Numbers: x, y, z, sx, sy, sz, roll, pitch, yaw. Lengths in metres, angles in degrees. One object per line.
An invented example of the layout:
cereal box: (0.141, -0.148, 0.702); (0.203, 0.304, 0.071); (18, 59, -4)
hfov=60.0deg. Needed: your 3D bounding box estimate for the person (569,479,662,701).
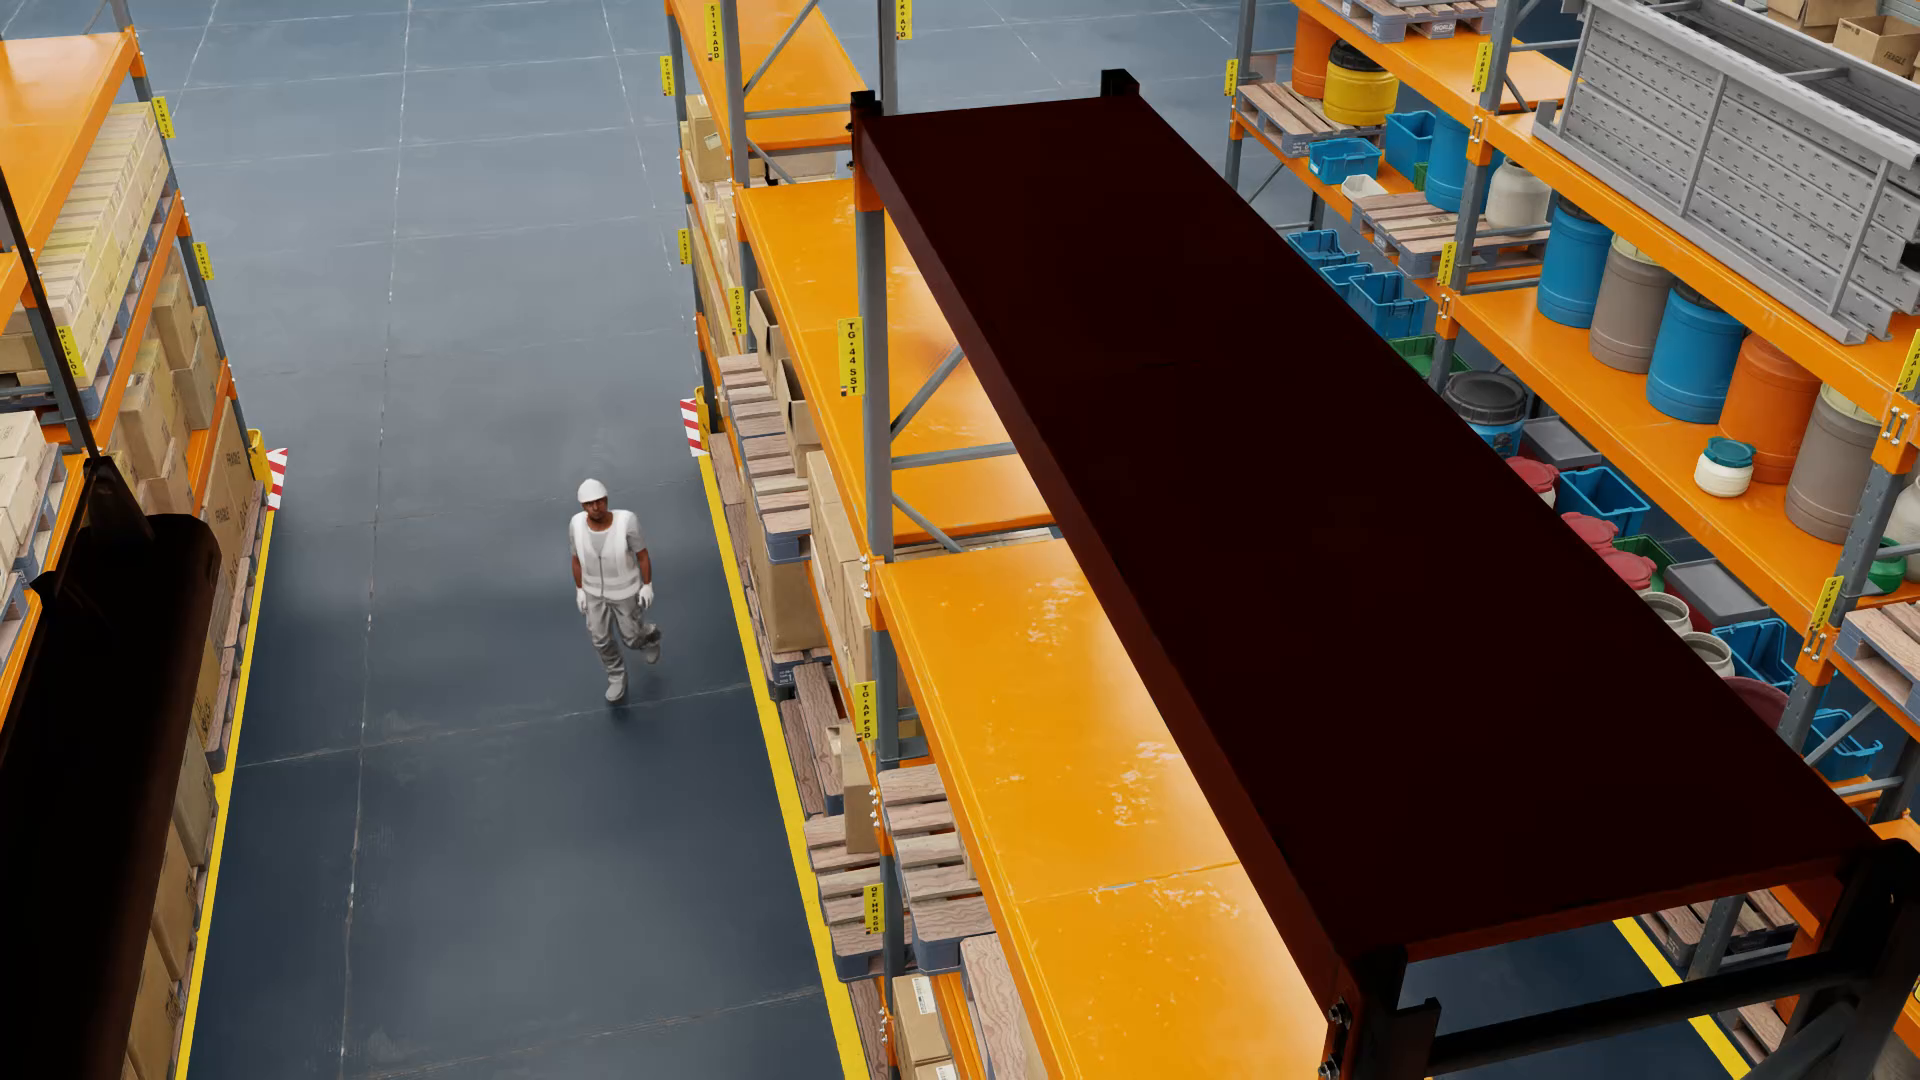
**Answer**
person: (-2.492, 0.311, 12.031); (0.568, 1.741, 0.670); (9, 35, 13)
